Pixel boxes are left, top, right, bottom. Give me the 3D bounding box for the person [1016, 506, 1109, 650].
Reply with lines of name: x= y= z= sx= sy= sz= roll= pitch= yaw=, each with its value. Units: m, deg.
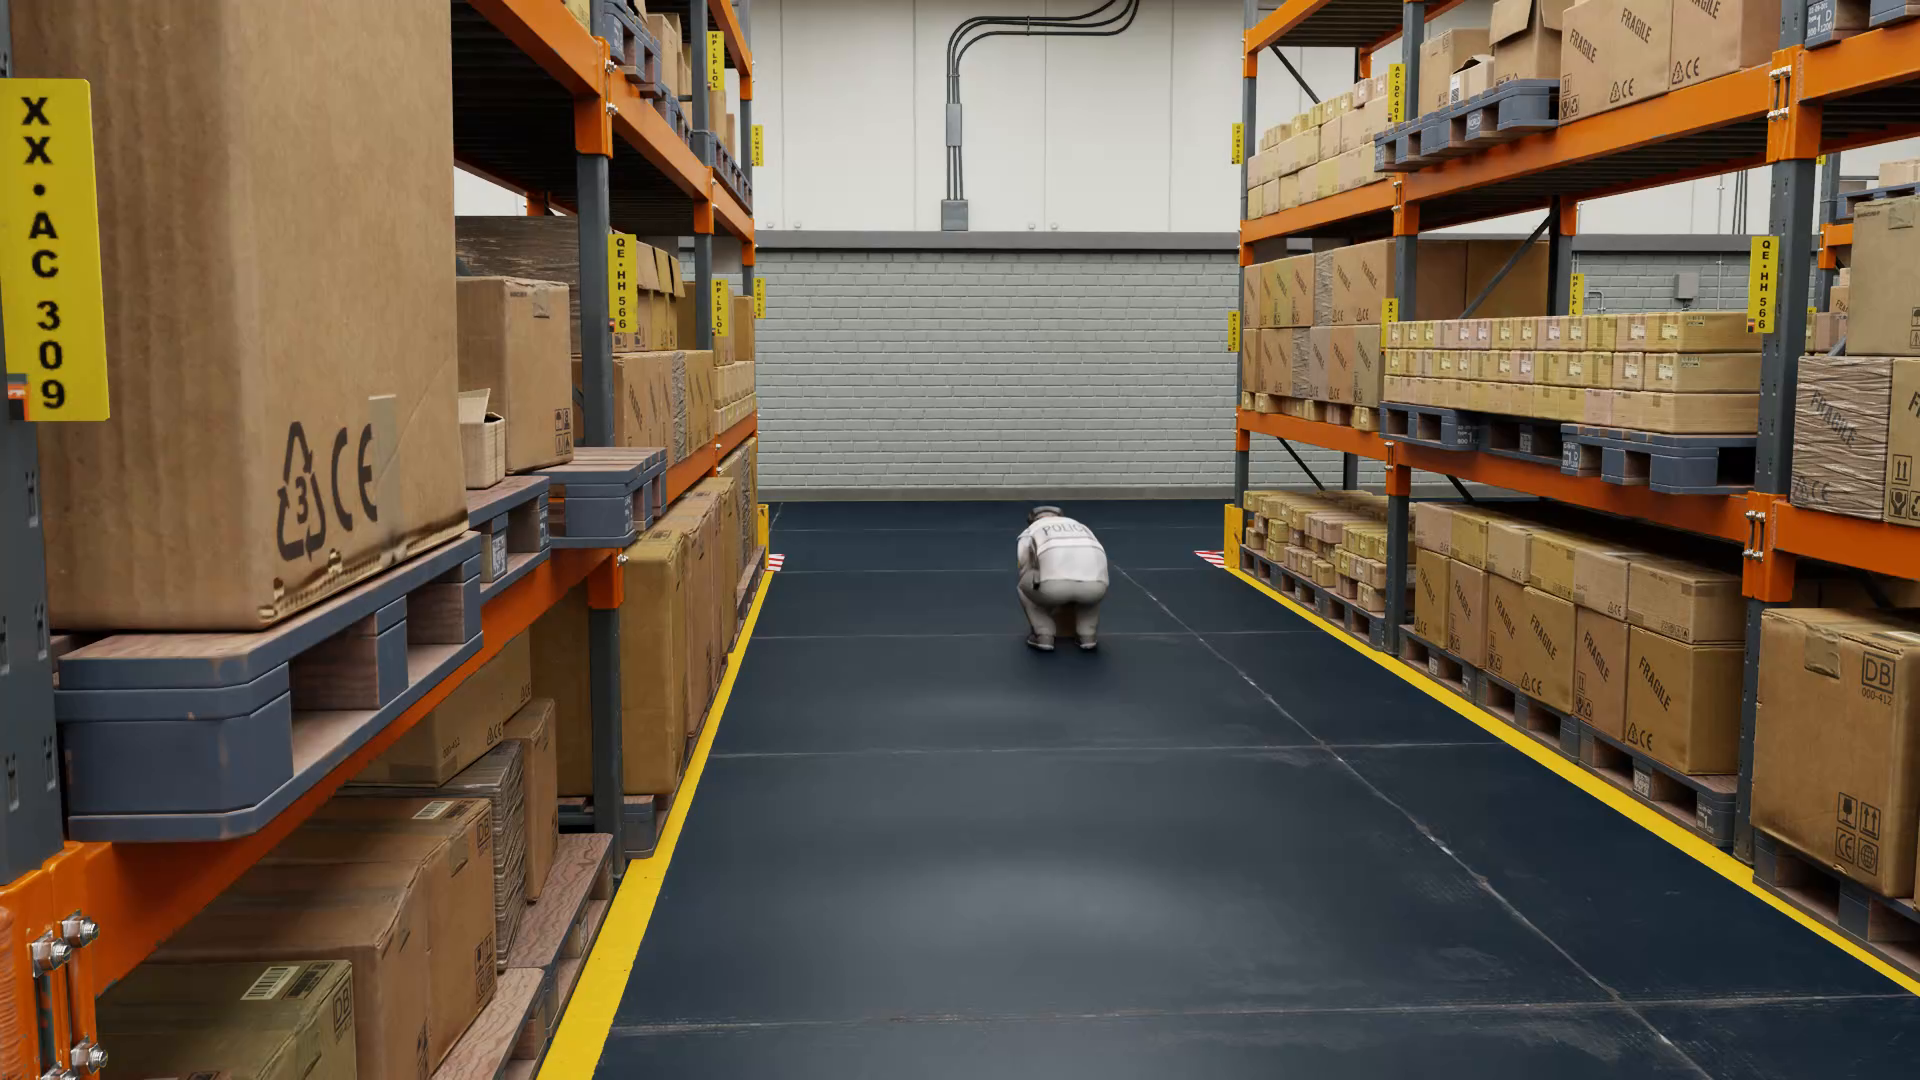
person: x=0.620 y=0.264 z=10.244 sx=0.532 sy=0.884 sz=0.998 roll=-1 pitch=7 yaw=-5
